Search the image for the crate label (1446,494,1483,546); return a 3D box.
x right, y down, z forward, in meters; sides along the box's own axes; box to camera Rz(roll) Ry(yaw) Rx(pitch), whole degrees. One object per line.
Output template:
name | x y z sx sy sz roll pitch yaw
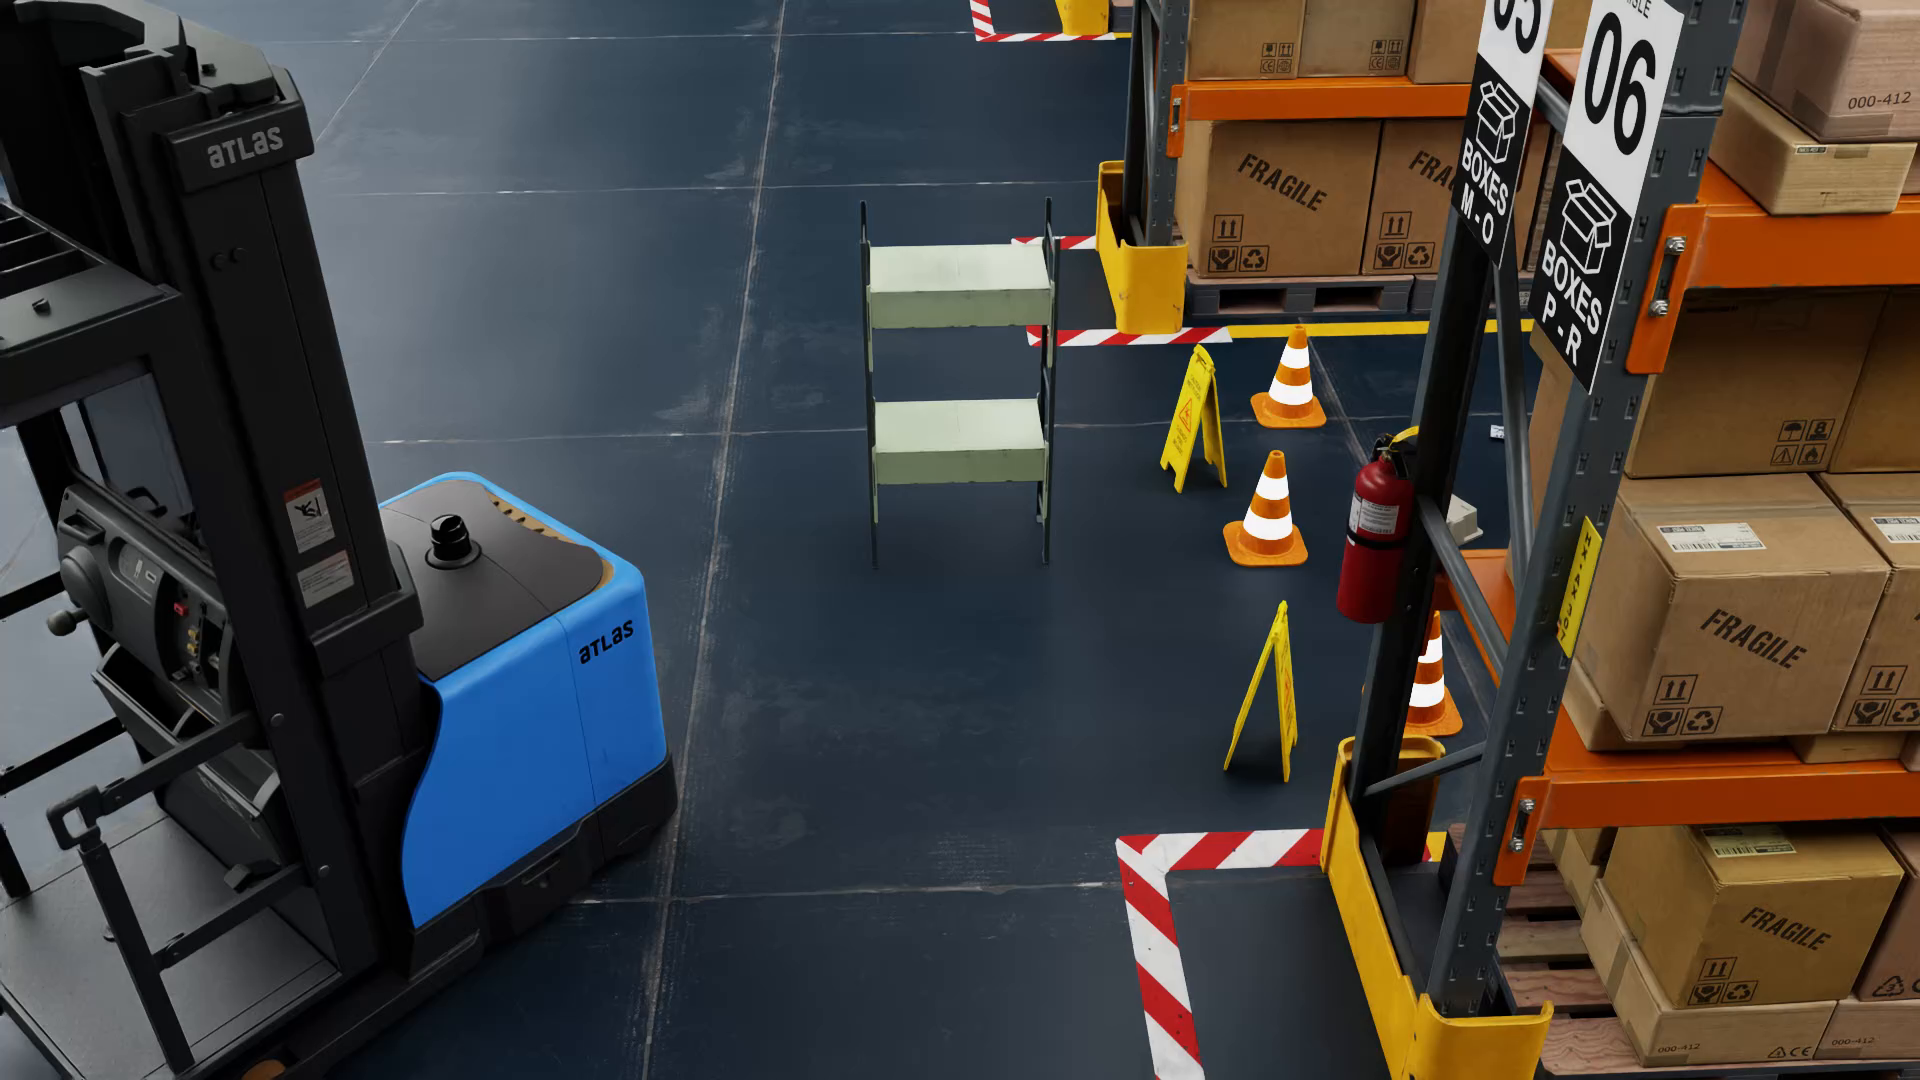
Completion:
crate label | 2.106 -0.093 7.264 0.298 0.136 0.250 -20 39 -26

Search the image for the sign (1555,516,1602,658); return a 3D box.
sign | 1.373 0.106 3.701 0.005 0.325 0.100 -2 35 -2

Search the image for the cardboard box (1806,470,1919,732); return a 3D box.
cardboard box | 2.351 0.119 4.093 0.500 0.500 0.500 -1 35 -1

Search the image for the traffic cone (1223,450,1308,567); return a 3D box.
traffic cone | 1.324 -0.170 7.089 0.334 0.463 0.336 -2 35 -2

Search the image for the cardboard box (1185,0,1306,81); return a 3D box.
cardboard box | 1.381 -2.755 8.464 0.550 0.550 0.875 -2 35 -2

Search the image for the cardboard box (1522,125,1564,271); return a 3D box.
cardboard box | 3.476 -2.061 9.090 0.875 0.875 0.875 -1 35 -2

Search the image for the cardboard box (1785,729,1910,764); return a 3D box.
cardboard box | 2.217 0.389 4.273 0.250 0.149 0.380 -3 35 -4

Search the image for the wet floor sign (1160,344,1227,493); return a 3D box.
wet floor sign | 1.077 -0.563 7.497 0.232 0.644 0.267 -7 35 -10

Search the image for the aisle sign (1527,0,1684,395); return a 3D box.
aisle sign | 1.300 -0.738 3.396 0.004 0.787 0.394 -2 35 -2

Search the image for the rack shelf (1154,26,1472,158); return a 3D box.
rack shelf | 3.010 -2.416 8.737 4.000 0.370 1.077 -2 35 -2

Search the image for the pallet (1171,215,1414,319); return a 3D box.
pallet | 1.807 -1.577 9.344 1.213 0.211 1.003 -2 35 -2

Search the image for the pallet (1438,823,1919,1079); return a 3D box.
pallet | 2.237 1.296 5.192 1.213 0.211 1.003 -2 35 -2

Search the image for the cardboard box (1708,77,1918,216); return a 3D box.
cardboard box | 1.694 -0.801 3.357 0.250 0.149 0.380 -2 35 -2

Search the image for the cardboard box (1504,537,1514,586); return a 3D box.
cardboard box | 1.711 0.125 4.654 0.250 0.149 0.380 0 35 -1

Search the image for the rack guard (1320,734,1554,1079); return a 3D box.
rack guard | 1.423 1.179 5.107 0.348 0.500 1.175 -2 35 -2

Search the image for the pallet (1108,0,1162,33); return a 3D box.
pallet | 1.768 -4.337 13.332 1.213 0.211 1.003 -2 35 -2

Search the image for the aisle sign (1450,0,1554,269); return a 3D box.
aisle sign | 1.272 -1.079 3.889 0.004 0.787 0.394 -2 35 -2

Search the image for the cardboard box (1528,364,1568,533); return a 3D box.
cardboard box | 1.877 -0.181 4.527 0.500 0.500 0.500 -2 35 -3

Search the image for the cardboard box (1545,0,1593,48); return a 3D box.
cardboard box | 3.022 -2.764 8.476 0.500 0.550 0.875 -2 35 -2

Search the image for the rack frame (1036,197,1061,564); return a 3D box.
rack frame | 0.359 -0.626 6.837 0.023 1.500 0.400 -2 35 -2

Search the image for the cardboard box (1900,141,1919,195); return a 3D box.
cardboard box | 1.952 -0.859 3.441 0.250 0.149 0.380 -3 35 -4

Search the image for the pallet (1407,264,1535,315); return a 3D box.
pallet | 3.023 -1.608 9.389 1.213 0.211 1.003 -2 35 -2

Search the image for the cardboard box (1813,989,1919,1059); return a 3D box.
cardboard box | 2.677 1.237 4.874 0.500 0.250 0.500 0 35 -1

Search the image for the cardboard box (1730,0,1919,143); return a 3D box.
cardboard box | 1.862 -1.003 3.298 0.500 0.250 0.500 -2 35 -3

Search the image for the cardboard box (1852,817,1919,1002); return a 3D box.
cardboard box | 2.712 0.921 4.672 0.500 0.500 0.500 -3 35 -4

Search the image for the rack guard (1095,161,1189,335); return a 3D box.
rack guard | 0.988 -1.629 9.165 0.348 0.500 1.175 -2 35 -2

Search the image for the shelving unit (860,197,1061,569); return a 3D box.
shelving unit | -0.007 -0.617 6.823 0.755 1.500 0.431 -2 35 -2

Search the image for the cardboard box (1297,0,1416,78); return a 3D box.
cardboard box | 1.929 -2.782 8.503 0.550 0.550 0.875 -2 35 -2

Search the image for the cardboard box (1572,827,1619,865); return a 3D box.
cardboard box | 2.136 0.633 5.088 0.500 0.500 0.500 -1 35 -2

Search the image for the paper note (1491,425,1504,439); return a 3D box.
paper note | 2.617 -0.512 7.965 0.142 0.017 0.144 10 36 14

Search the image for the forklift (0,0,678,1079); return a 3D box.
forklift | -2.324 0.230 4.342 1.130 2.935 3.031 26 42 32

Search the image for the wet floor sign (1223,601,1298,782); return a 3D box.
wet floor sign | 1.107 0.518 5.934 0.232 0.644 0.267 10 36 14

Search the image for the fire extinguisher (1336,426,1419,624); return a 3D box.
fire extinguisher | 1.211 -0.074 4.789 0.183 0.674 0.296 -2 35 -2

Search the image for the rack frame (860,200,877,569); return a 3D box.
rack frame | -0.372 -0.607 6.809 0.023 1.500 0.400 -2 35 -2

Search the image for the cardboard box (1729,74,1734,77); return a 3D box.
cardboard box | 1.691 -1.145 3.854 0.250 0.149 0.380 -1 35 -2

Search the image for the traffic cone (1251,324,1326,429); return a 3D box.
traffic cone | 1.610 -0.822 8.031 0.334 0.463 0.336 -2 35 -2

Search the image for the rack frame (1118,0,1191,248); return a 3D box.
rack frame | 1.012 -2.658 8.455 0.127 3.000 1.000 -2 35 -2

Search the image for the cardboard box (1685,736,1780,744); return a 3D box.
cardboard box | 1.948 0.350 4.329 0.250 0.149 0.380 -1 35 -2

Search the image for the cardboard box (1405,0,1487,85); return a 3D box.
cardboard box | 2.494 -2.726 8.422 0.550 0.550 0.875 -2 35 -2

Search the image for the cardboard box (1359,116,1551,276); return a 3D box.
cardboard box | 2.565 -2.038 9.056 0.875 0.875 0.875 -2 35 -3

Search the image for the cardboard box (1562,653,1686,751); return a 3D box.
cardboard box | 1.697 0.365 4.307 0.250 0.149 0.380 -1 35 -2

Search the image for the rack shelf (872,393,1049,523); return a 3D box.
rack shelf | -0.007 -0.348 7.008 0.720 0.370 0.431 -2 35 -2

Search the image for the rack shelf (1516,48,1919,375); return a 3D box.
rack shelf | 3.345 -0.838 3.822 4.000 0.370 1.077 -2 35 -2

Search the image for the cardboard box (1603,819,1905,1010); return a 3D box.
cardboard box | 2.190 0.937 4.648 0.500 0.500 0.500 -3 35 -4

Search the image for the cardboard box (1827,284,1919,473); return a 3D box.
cardboard box | 2.353 -0.569 4.208 0.500 0.500 0.700 -1 35 -2

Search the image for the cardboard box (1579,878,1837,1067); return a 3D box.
cardboard box | 2.166 1.247 4.860 0.500 0.250 0.500 -2 35 -3

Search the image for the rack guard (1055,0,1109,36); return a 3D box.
rack guard | 0.954 -4.454 13.247 0.348 0.500 1.175 -2 35 -2

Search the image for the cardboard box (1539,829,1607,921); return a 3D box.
cardboard box | 2.166 0.936 5.309 0.500 0.250 0.500 -2 35 -2

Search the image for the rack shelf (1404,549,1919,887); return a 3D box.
rack shelf | 3.345 0.395 4.675 4.000 0.370 1.077 -2 35 -2

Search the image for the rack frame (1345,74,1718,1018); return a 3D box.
rack frame | 1.348 0.153 4.393 0.127 3.000 1.000 -2 35 -2

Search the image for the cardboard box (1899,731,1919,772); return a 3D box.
cardboard box | 2.473 0.408 4.245 0.250 0.149 0.380 -1 35 -1

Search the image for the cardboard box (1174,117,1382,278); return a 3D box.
cardboard box | 1.687 -2.013 9.020 0.875 0.875 0.875 -1 35 -2

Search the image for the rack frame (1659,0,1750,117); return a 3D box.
rack frame | 1.348 -2.314 2.686 0.127 3.000 1.000 -2 35 -2

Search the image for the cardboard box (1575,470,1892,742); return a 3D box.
cardboard box | 1.834 0.135 4.070 0.500 0.500 0.500 -2 35 -3

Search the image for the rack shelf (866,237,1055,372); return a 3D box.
rack shelf | -0.007 -0.937 6.601 0.720 0.370 0.431 -2 35 -2

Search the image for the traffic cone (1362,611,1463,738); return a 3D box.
traffic cone | 1.716 0.452 6.191 0.334 0.463 0.336 -2 35 -2

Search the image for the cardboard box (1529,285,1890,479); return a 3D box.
cardboard box | 1.848 -0.559 4.194 0.500 0.500 0.700 -2 35 -3
